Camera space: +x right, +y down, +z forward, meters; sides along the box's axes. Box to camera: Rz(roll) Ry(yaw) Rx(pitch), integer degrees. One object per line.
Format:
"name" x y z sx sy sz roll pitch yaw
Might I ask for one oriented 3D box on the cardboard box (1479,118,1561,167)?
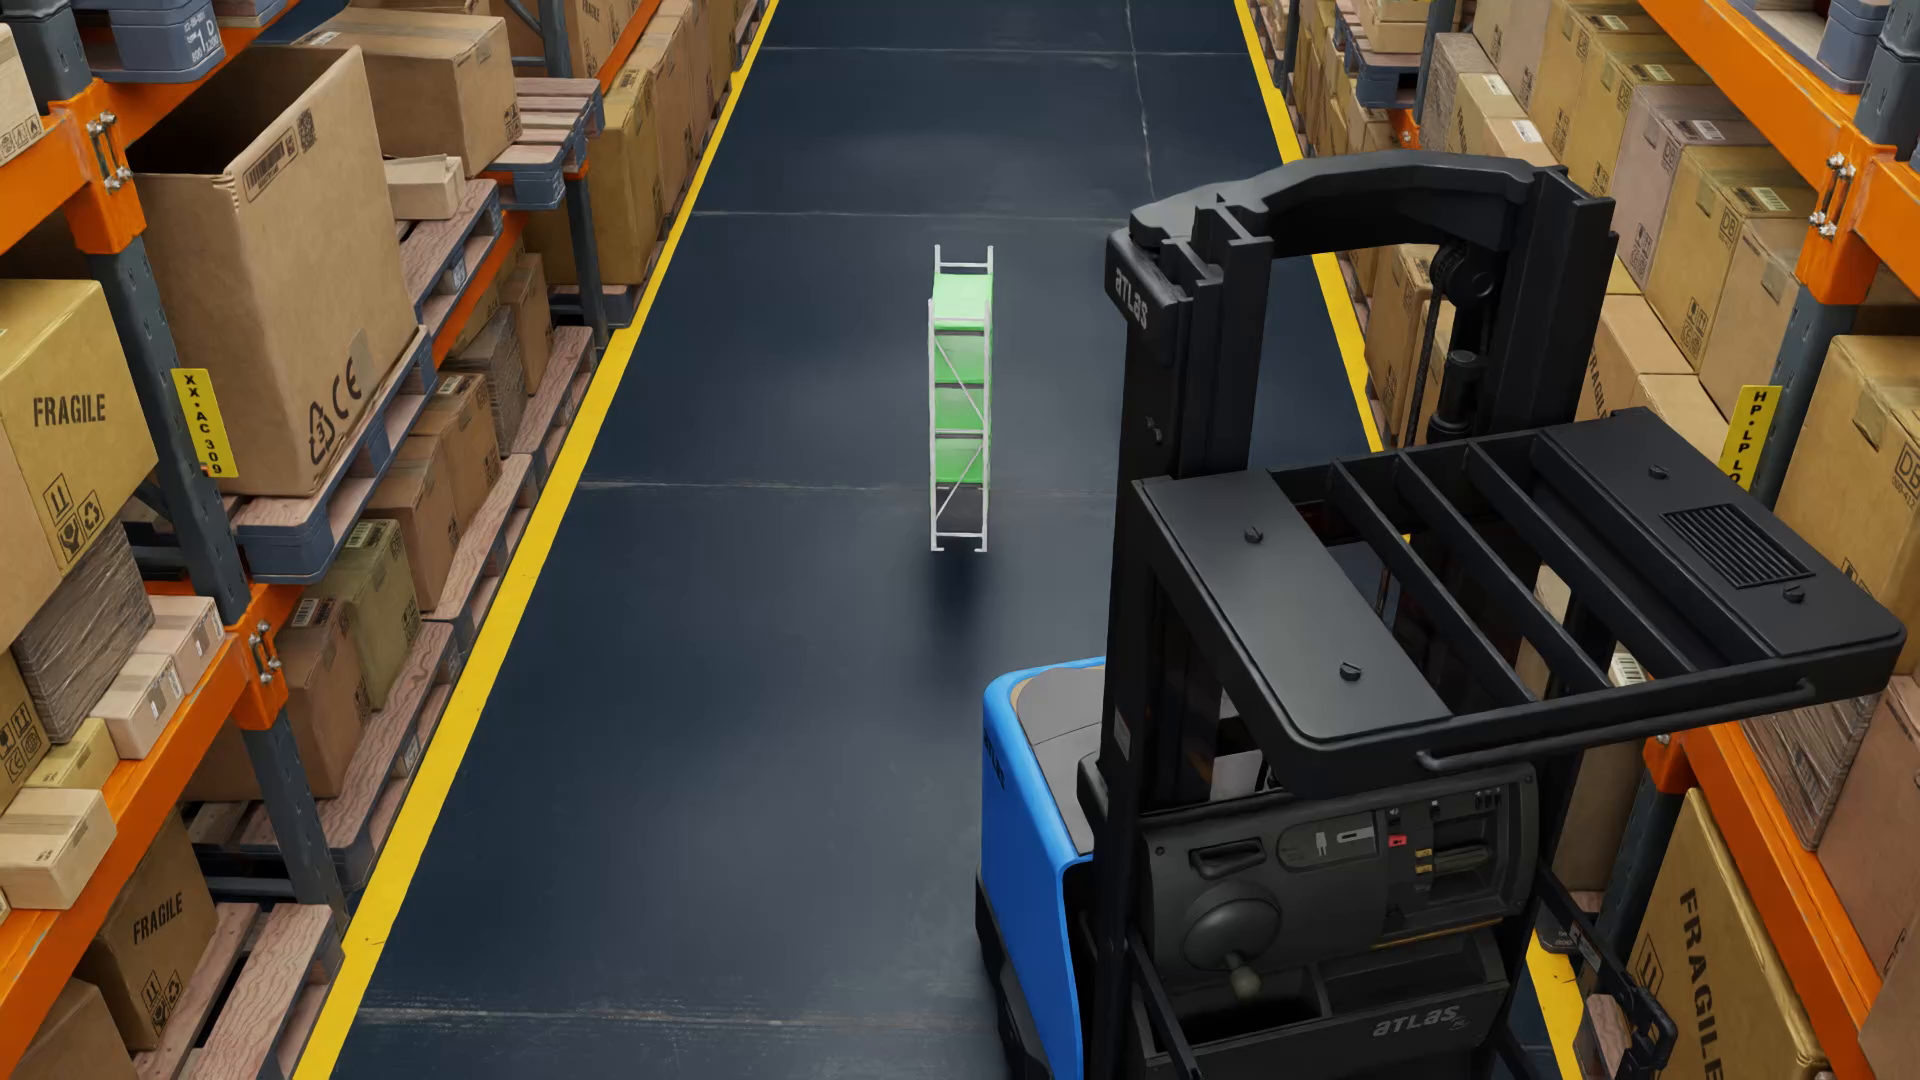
"cardboard box" 2.281 -1.288 6.387 0.500 0.500 0.500 1 35 2

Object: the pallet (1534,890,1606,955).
"pallet" 2.402 0.913 5.767 1.003 0.211 1.213 1 35 2

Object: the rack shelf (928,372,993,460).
"rack shelf" 0.007 -0.534 7.077 0.258 0.148 0.480 1 35 2

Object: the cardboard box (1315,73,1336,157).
"cardboard box" 2.446 -2.504 10.013 0.500 0.500 0.500 2 35 3

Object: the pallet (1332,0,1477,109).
"pallet" 2.529 -2.414 8.243 1.213 0.211 1.003 1 35 2

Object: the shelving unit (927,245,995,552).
"shelving unit" 0.007 -0.586 7.040 0.258 1.200 0.503 1 35 2

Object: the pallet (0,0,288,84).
"pallet" -2.374 -1.458 4.270 1.213 0.211 1.003 1 35 2

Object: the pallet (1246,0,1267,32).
"pallet" 2.806 -4.328 13.224 1.003 0.211 1.213 1 35 2

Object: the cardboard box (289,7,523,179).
"cardboard box" -2.249 -1.832 6.796 0.700 0.500 0.500 6 36 9

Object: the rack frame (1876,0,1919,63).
"rack frame" 2.446 -2.237 2.607 1.000 3.000 0.127 1 35 2

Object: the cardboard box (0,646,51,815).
"cardboard box" -2.641 0.426 3.690 0.875 0.500 0.500 1 35 2

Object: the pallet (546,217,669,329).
"pallet" -2.238 -1.564 9.292 1.003 0.211 1.213 1 35 2

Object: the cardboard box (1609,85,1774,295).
"cardboard box" 2.500 -1.104 5.256 0.700 0.500 0.500 2 35 2

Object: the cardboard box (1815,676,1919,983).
"cardboard box" 2.444 0.685 3.537 0.875 0.550 0.550 1 35 2

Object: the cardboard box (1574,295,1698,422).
"cardboard box" 2.221 -0.420 5.152 0.500 0.500 0.500 1 35 1

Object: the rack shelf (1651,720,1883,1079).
"rack shelf" 2.366 1.661 2.904 1.077 0.370 4.000 1 35 2

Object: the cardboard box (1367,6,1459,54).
"cardboard box" 2.168 -2.444 7.972 0.380 0.149 0.250 2 35 3

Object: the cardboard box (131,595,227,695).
"cardboard box" -2.220 0.278 4.465 0.380 0.149 0.250 1 35 2

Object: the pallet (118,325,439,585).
"pallet" -2.329 -0.313 5.253 1.003 0.211 1.213 1 35 2

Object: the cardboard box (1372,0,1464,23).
"cardboard box" 2.172 -2.566 7.887 0.380 0.149 0.250 2 35 3

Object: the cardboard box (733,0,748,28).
"cardboard box" -2.078 -4.231 12.145 0.875 0.875 0.875 1 35 2

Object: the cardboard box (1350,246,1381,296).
"cardboard box" 2.372 -1.614 8.747 0.500 0.500 0.500 1 35 2

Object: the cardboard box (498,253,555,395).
"cardboard box" -2.352 -1.025 7.892 0.700 0.500 0.500 0 35 -1

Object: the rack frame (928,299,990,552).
"rack frame" -0.003 -0.446 6.841 0.240 1.200 0.015 1 35 2

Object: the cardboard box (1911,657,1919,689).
"cardboard box" 2.491 0.244 3.225 0.875 0.550 0.550 1 35 2

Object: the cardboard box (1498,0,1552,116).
"cardboard box" 2.560 -1.983 6.506 0.700 0.500 0.500 1 35 1

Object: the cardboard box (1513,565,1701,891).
"cardboard box" 2.381 0.607 5.369 1.050 0.750 0.750 1 35 2

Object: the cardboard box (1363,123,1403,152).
"cardboard box" 2.373 -1.936 8.552 0.500 0.250 0.500 1 35 1

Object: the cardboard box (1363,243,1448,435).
"cardboard box" 2.493 -0.984 7.633 1.050 0.750 0.750 1 35 1

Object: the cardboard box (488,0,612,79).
"cardboard box" -2.053 -2.567 8.207 0.500 0.500 0.500 2 35 3

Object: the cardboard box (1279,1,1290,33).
"cardboard box" 2.463 -3.694 11.753 0.380 0.149 0.250 2 35 3

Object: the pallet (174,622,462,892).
"pallet" -2.476 0.738 6.016 1.003 0.211 1.213 1 35 2

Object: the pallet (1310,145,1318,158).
"pallet" 2.692 -2.088 10.037 1.003 0.211 1.213 1 35 2

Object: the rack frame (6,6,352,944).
"rack frame" -2.505 0.045 4.578 1.000 3.000 0.127 1 35 2

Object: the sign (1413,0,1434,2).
"sign" 2.064 -2.529 7.302 0.100 0.325 0.005 1 35 2

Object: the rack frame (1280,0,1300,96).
"rack frame" 2.768 -4.379 10.872 1.000 3.000 0.127 1 35 2

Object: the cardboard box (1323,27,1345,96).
"cardboard box" 2.430 -2.818 9.807 0.500 0.250 0.500 3 35 4

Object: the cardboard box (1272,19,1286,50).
"cardboard box" 2.443 -3.618 11.903 0.380 0.149 0.250 2 35 2

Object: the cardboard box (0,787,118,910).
"cardboard box" -2.209 0.710 3.850 0.380 0.149 0.250 1 35 2

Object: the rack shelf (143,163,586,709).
"rack shelf" -2.425 -0.810 6.420 1.077 0.370 4.000 1 35 2

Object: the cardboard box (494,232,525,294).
"cardboard box" -2.342 -1.332 7.676 0.500 0.250 0.500 3 35 4

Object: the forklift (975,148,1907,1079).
"forklift" 0.917 0.821 3.533 1.130 2.935 3.031 -9 36 -12

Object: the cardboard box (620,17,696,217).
"cardboard box" -2.253 -2.464 9.630 1.225 0.875 0.875 1 35 2

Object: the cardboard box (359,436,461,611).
"cardboard box" -2.399 -0.060 6.518 0.700 0.500 0.500 -2 35 -2

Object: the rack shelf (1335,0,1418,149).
"rack shelf" 2.687 -2.936 9.444 1.077 0.370 4.000 1 35 2

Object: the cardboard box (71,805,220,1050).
"cardboard box" -2.562 1.124 4.850 0.500 0.500 0.500 0 35 0
